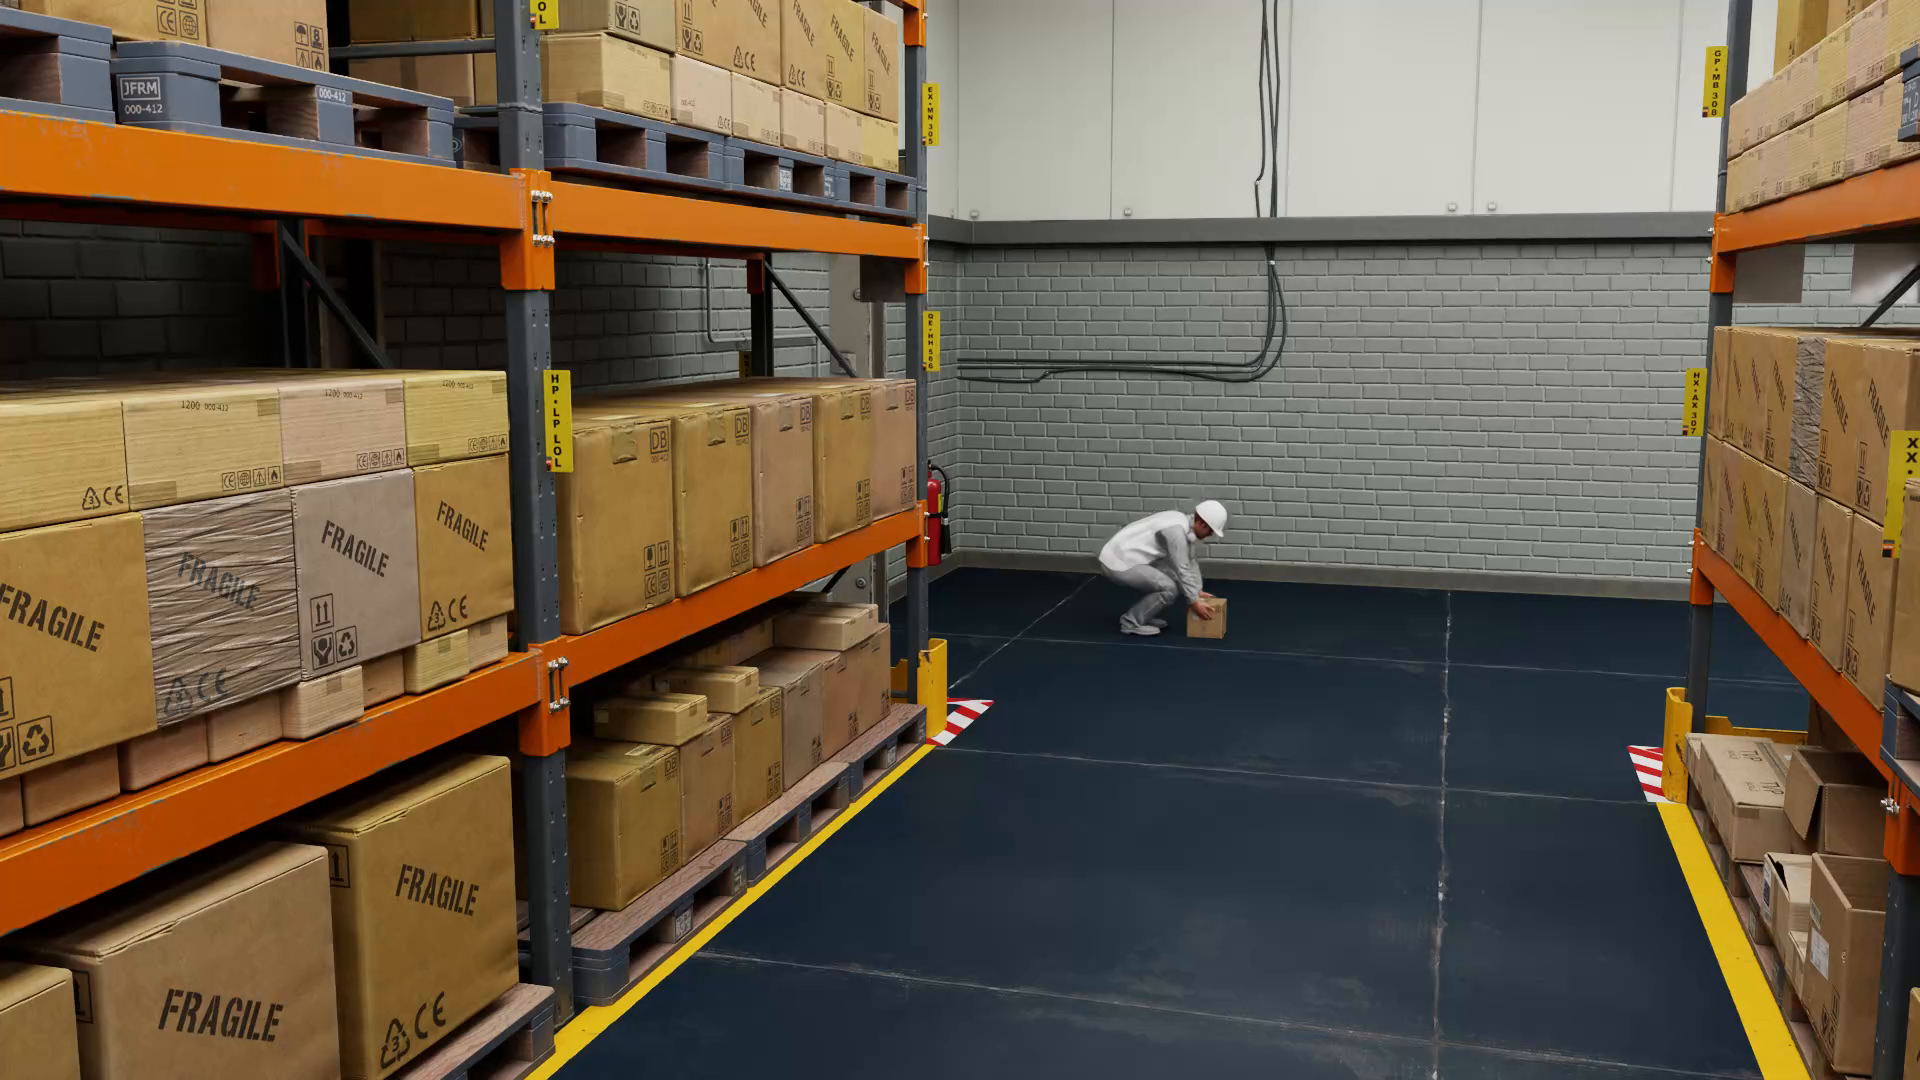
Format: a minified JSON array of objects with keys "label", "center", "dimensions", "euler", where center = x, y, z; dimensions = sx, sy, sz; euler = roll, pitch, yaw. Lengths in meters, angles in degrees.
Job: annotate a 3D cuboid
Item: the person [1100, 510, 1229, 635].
[{"label":"person","center":[1.497,0.227,12.183],"dimensions":[0.914,0.916,0.535],"euler":[2,9,16]}]
